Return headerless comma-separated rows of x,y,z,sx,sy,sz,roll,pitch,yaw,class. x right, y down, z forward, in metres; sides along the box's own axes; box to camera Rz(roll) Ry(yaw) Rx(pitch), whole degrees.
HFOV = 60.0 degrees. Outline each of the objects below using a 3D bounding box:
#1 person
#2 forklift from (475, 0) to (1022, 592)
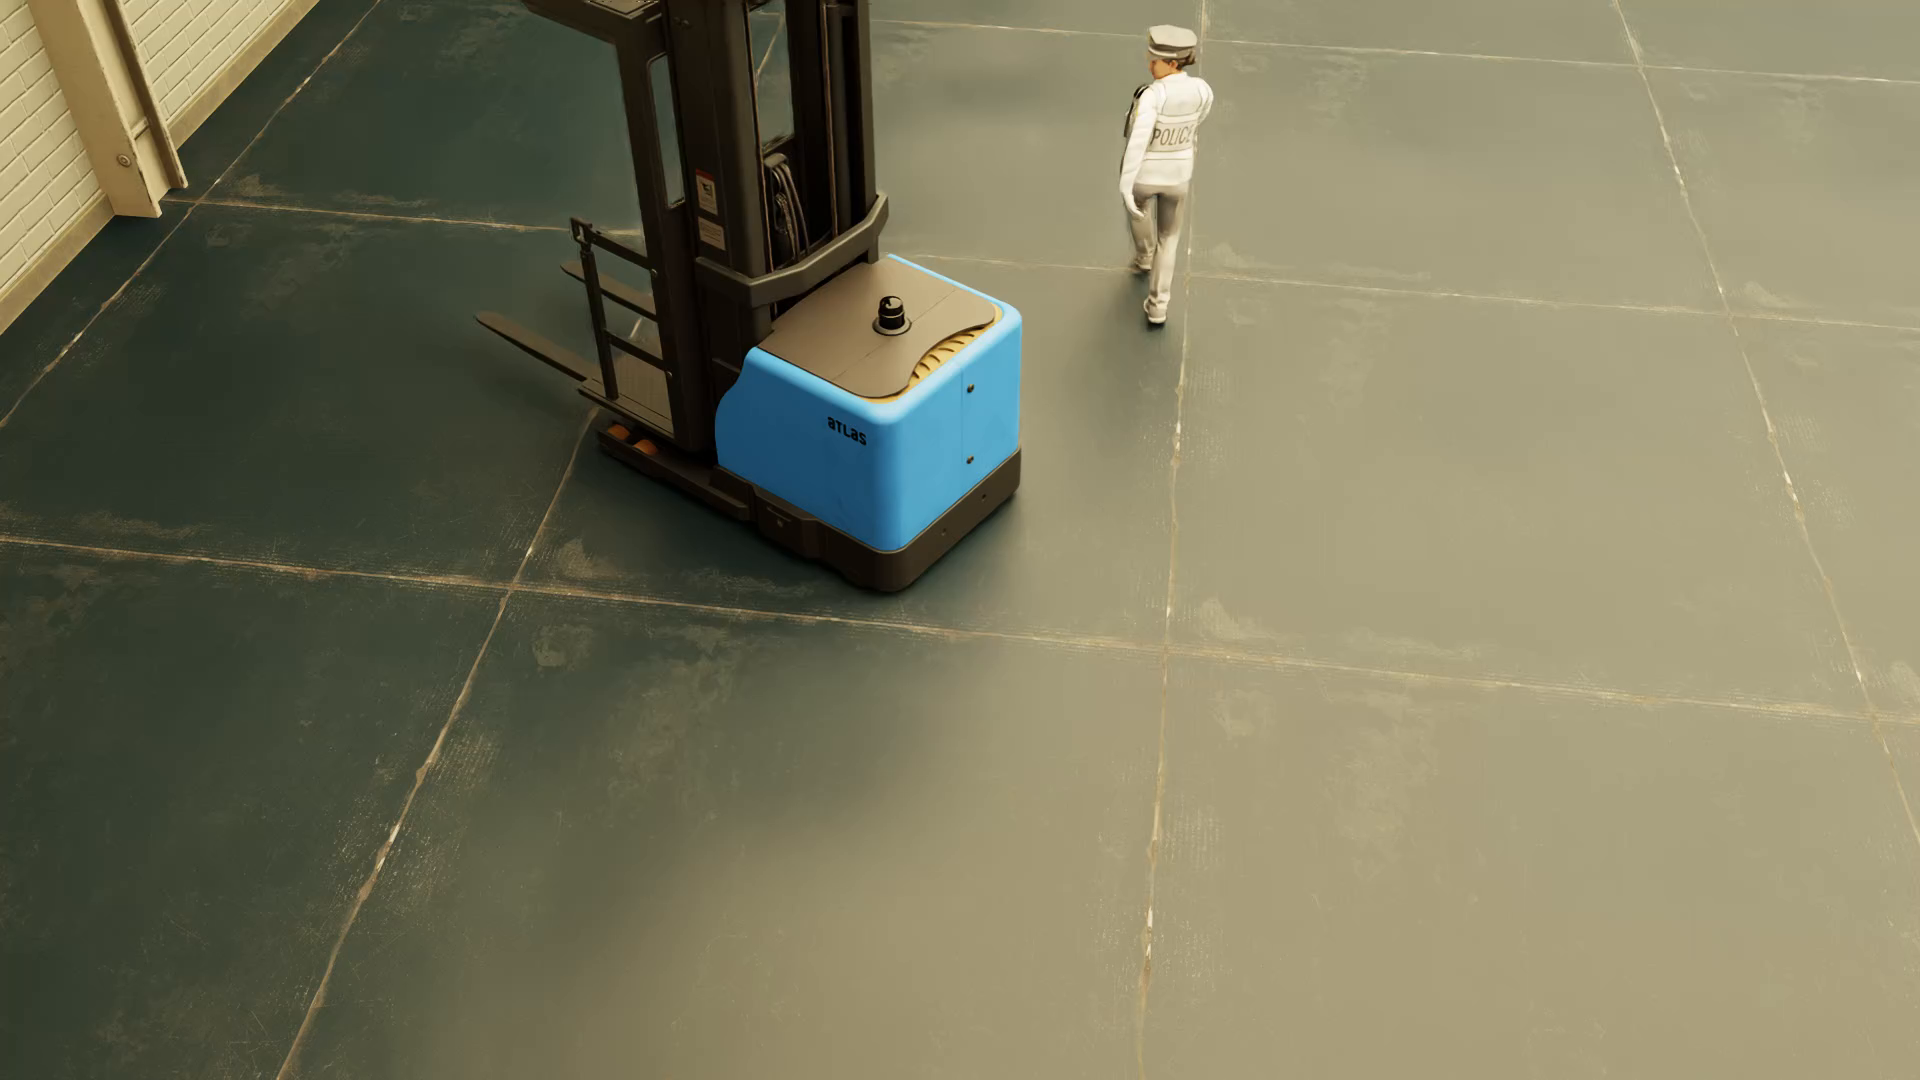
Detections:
1.059,-1.967,8.882,0.513,1.620,0.889,-2,43,-2,person
-1.184,-1.666,7.538,3.031,2.935,1.130,27,49,27,forklift
